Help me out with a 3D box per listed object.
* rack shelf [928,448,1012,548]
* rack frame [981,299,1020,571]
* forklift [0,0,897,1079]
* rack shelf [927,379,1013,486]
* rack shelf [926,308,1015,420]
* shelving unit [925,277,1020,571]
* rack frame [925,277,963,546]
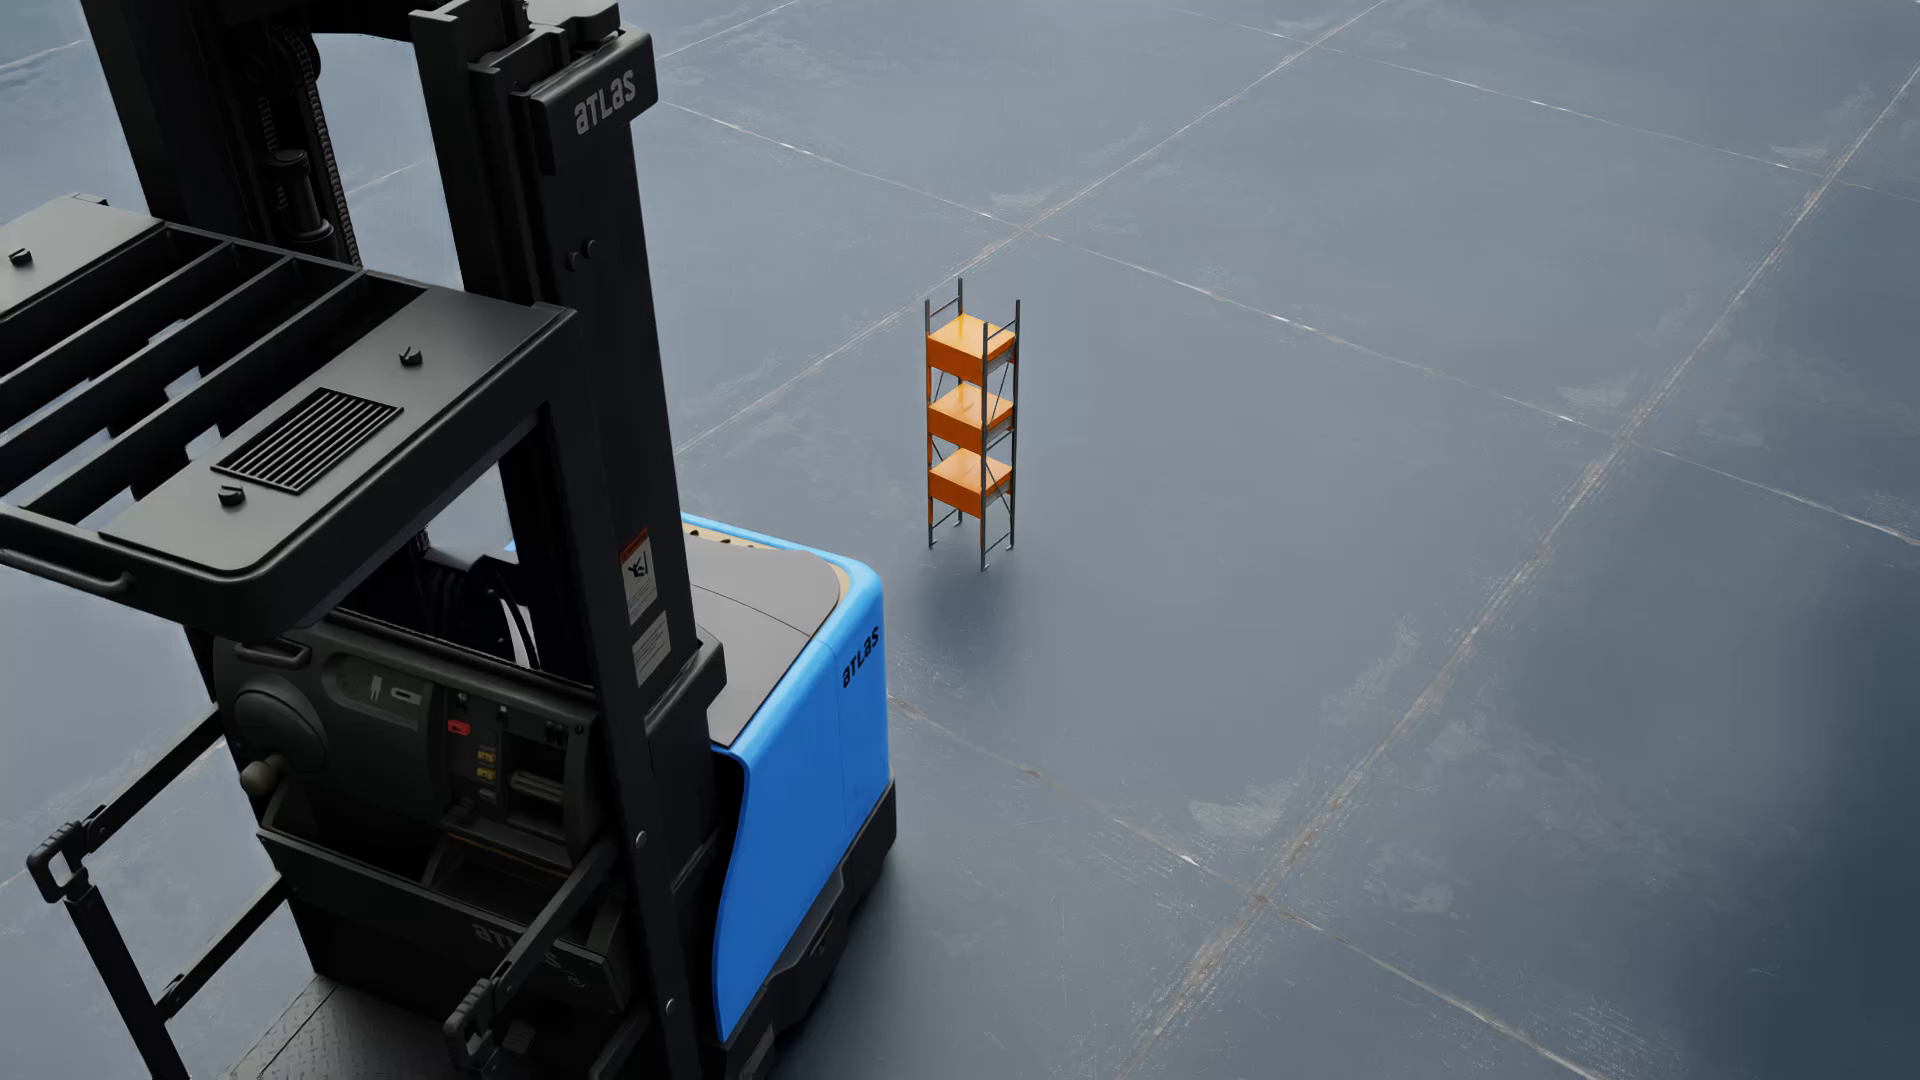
[{"bbox_3d":[0.042,-0.166,6.079,0.240,0.259,0.215,25,45,29],"label":"rack shelf"},{"bbox_3d":[0.139,-0.348,5.842,0.008,1.050,0.200,25,45,29],"label":"rack frame"},{"bbox_3d":[-1.236,0.478,3.262,1.130,2.935,3.031,15,40,18],"label":"forklift"},{"bbox_3d":[0.042,-0.385,5.907,0.240,0.259,0.215,25,45,29],"label":"rack shelf"},{"bbox_3d":[0.042,-0.608,5.732,0.240,0.259,0.215,25,45,29],"label":"rack shelf"},{"bbox_3d":[0.042,-0.393,5.901,0.252,1.050,0.215,25,45,29],"label":"shelving unit"},{"bbox_3d":[-0.054,-0.439,5.959,0.008,1.050,0.200,25,45,29],"label":"rack frame"}]
